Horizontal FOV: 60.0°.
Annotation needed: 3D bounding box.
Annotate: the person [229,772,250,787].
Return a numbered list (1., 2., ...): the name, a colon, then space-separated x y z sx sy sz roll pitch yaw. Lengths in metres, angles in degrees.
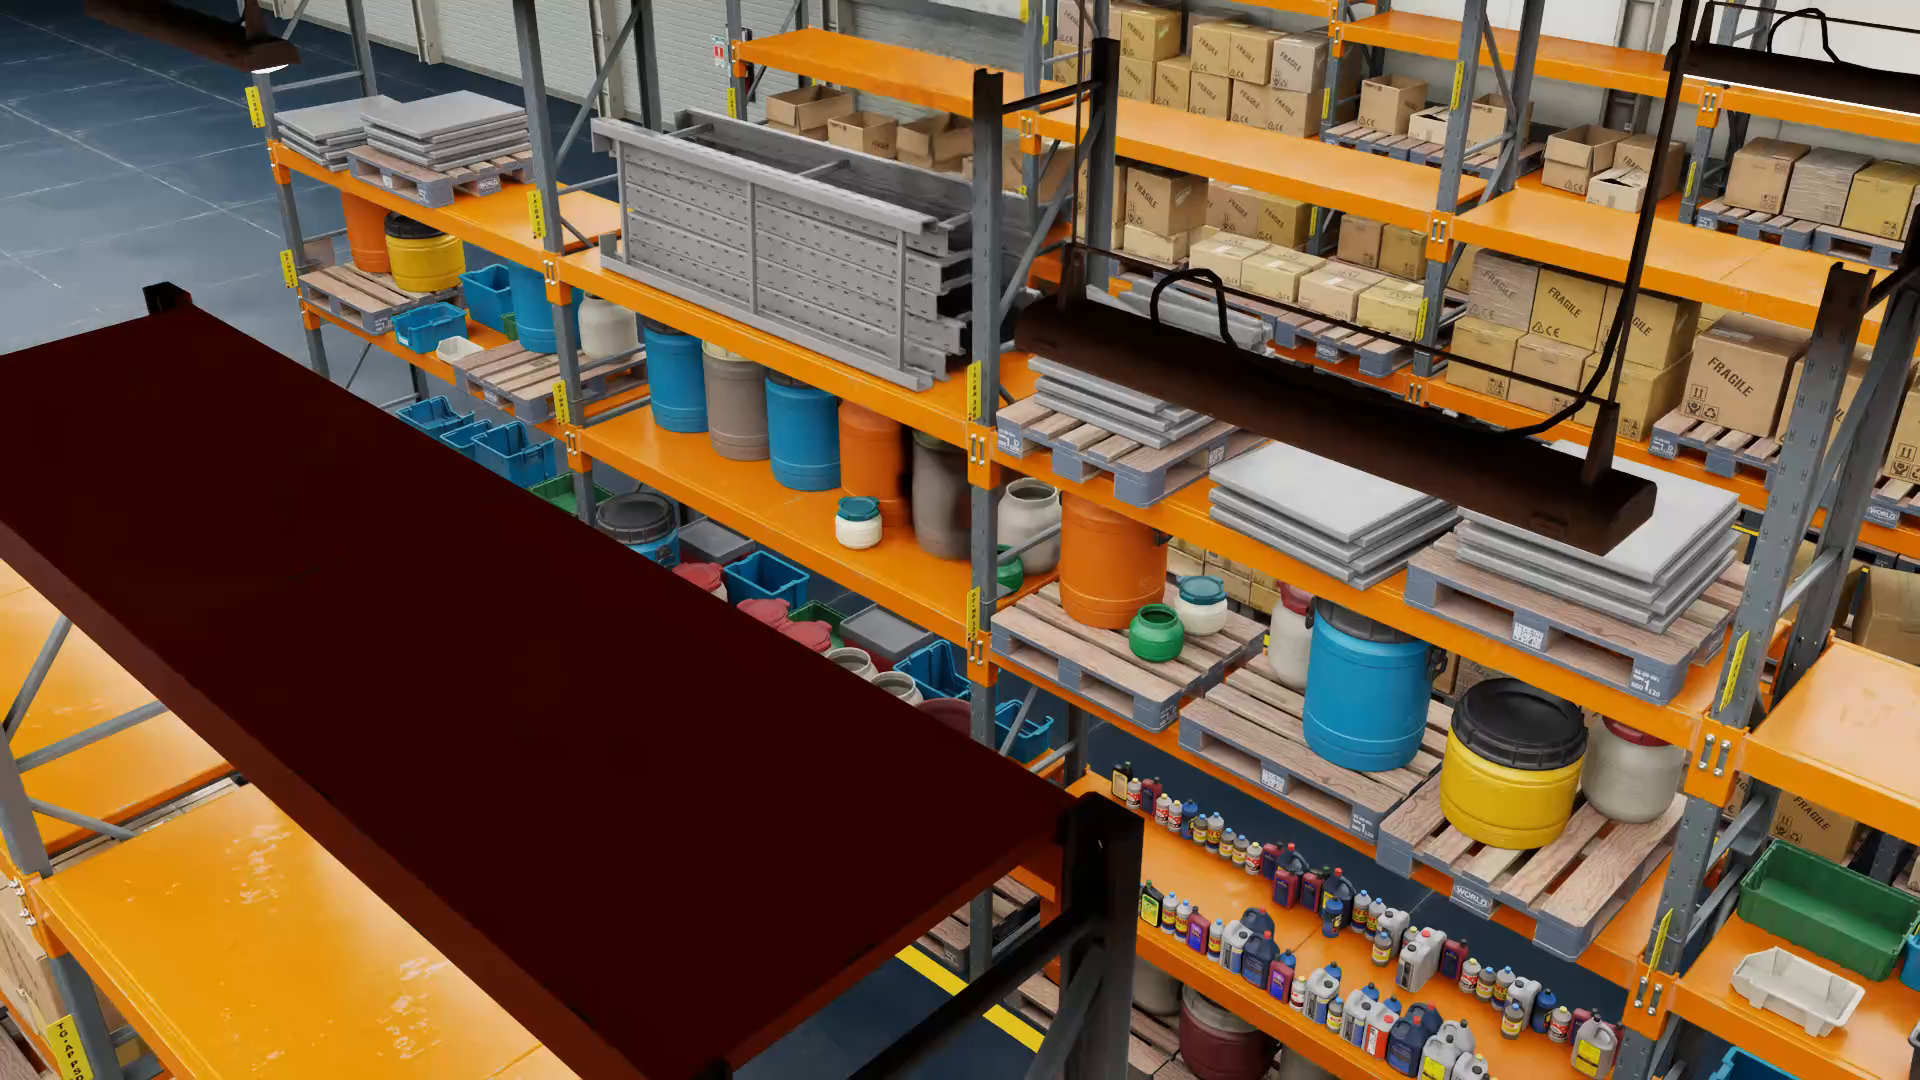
1. person: -5.176 1.599 11.718 0.646 1.627 0.569 22 36 33

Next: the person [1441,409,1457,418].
1. person: 4.342 -0.456 15.327 0.620 1.662 0.552 18 34 28
